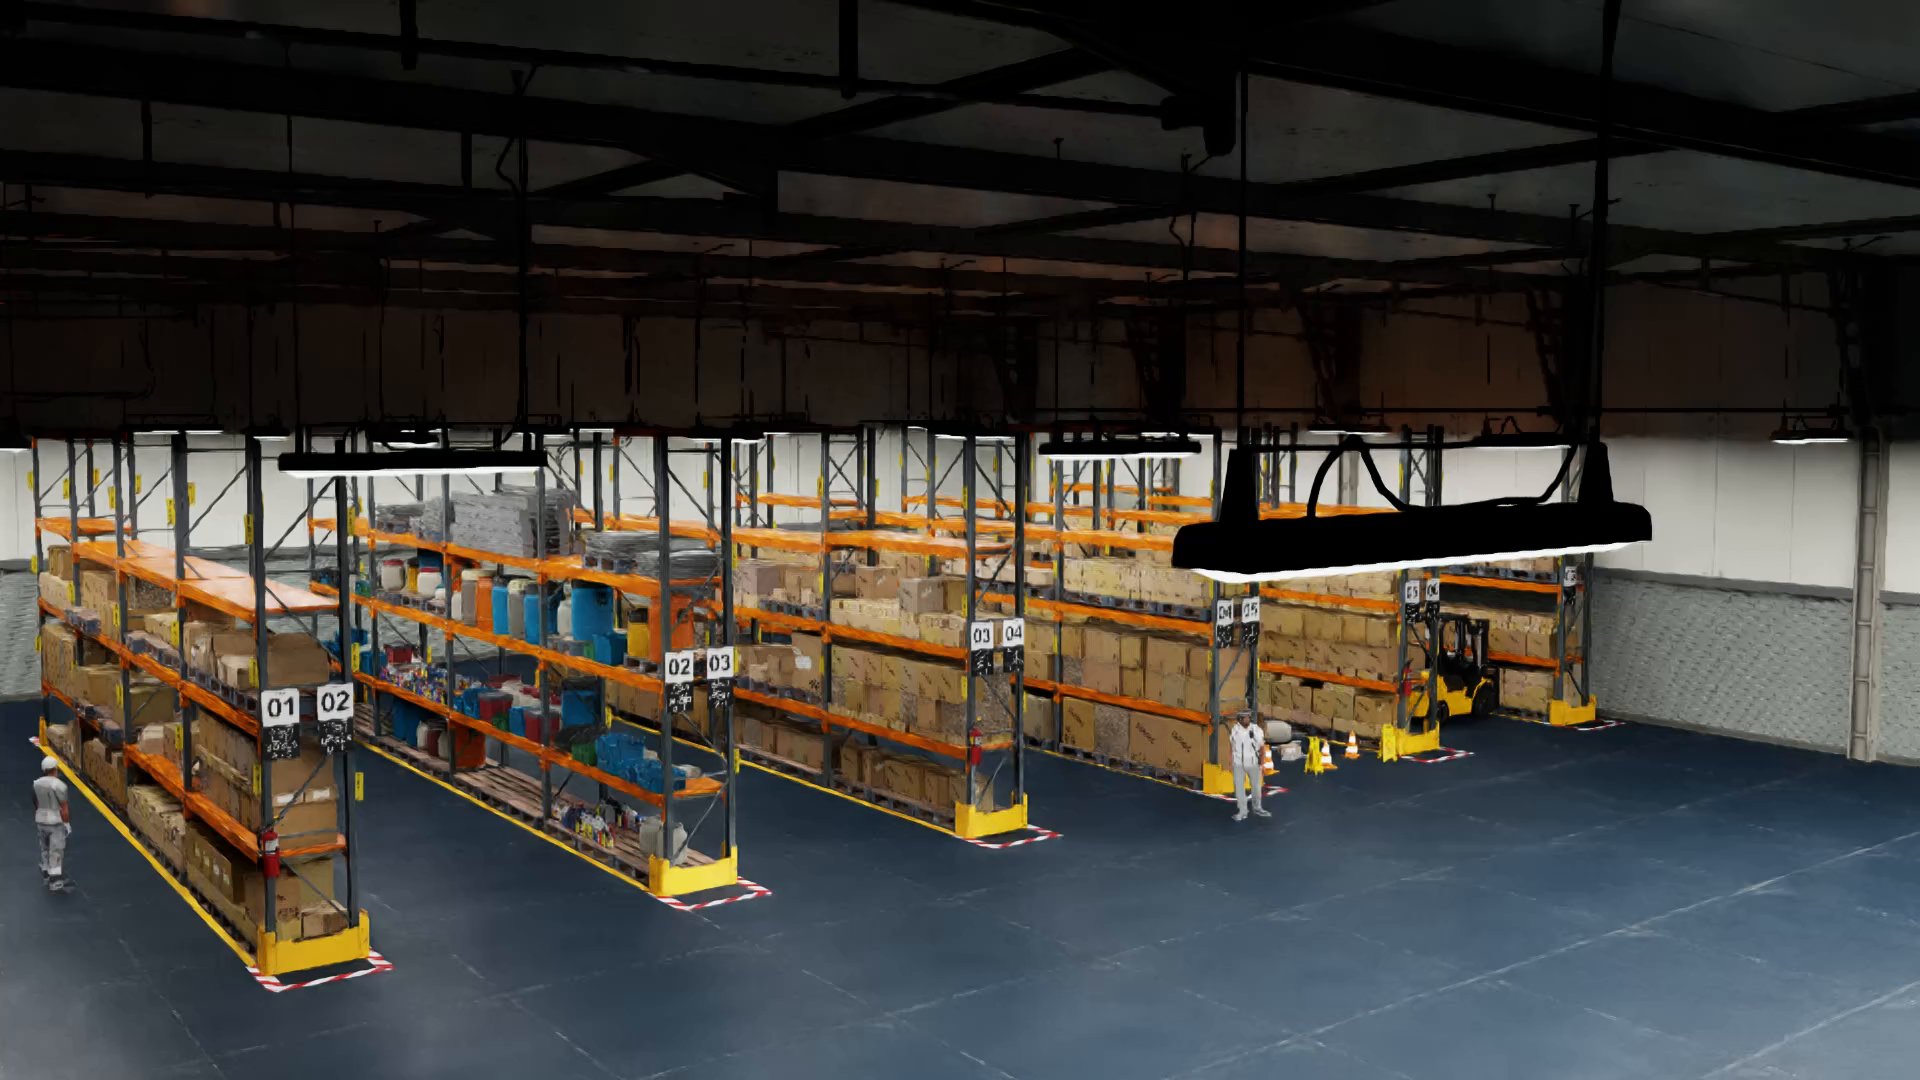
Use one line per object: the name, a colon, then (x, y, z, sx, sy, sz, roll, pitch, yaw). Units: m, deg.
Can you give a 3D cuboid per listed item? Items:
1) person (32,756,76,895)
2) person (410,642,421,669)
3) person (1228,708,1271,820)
person: (-11.855, 3.706, 21.792, 0.600, 1.787, 0.443, 2, 5, 23)
person: (-11.069, 2.858, 33.800, 1.057, 1.598, 0.511, 4, 6, 44)
person: (4.474, 3.443, 25.765, 0.653, 1.745, 0.559, 2, 5, 25)
